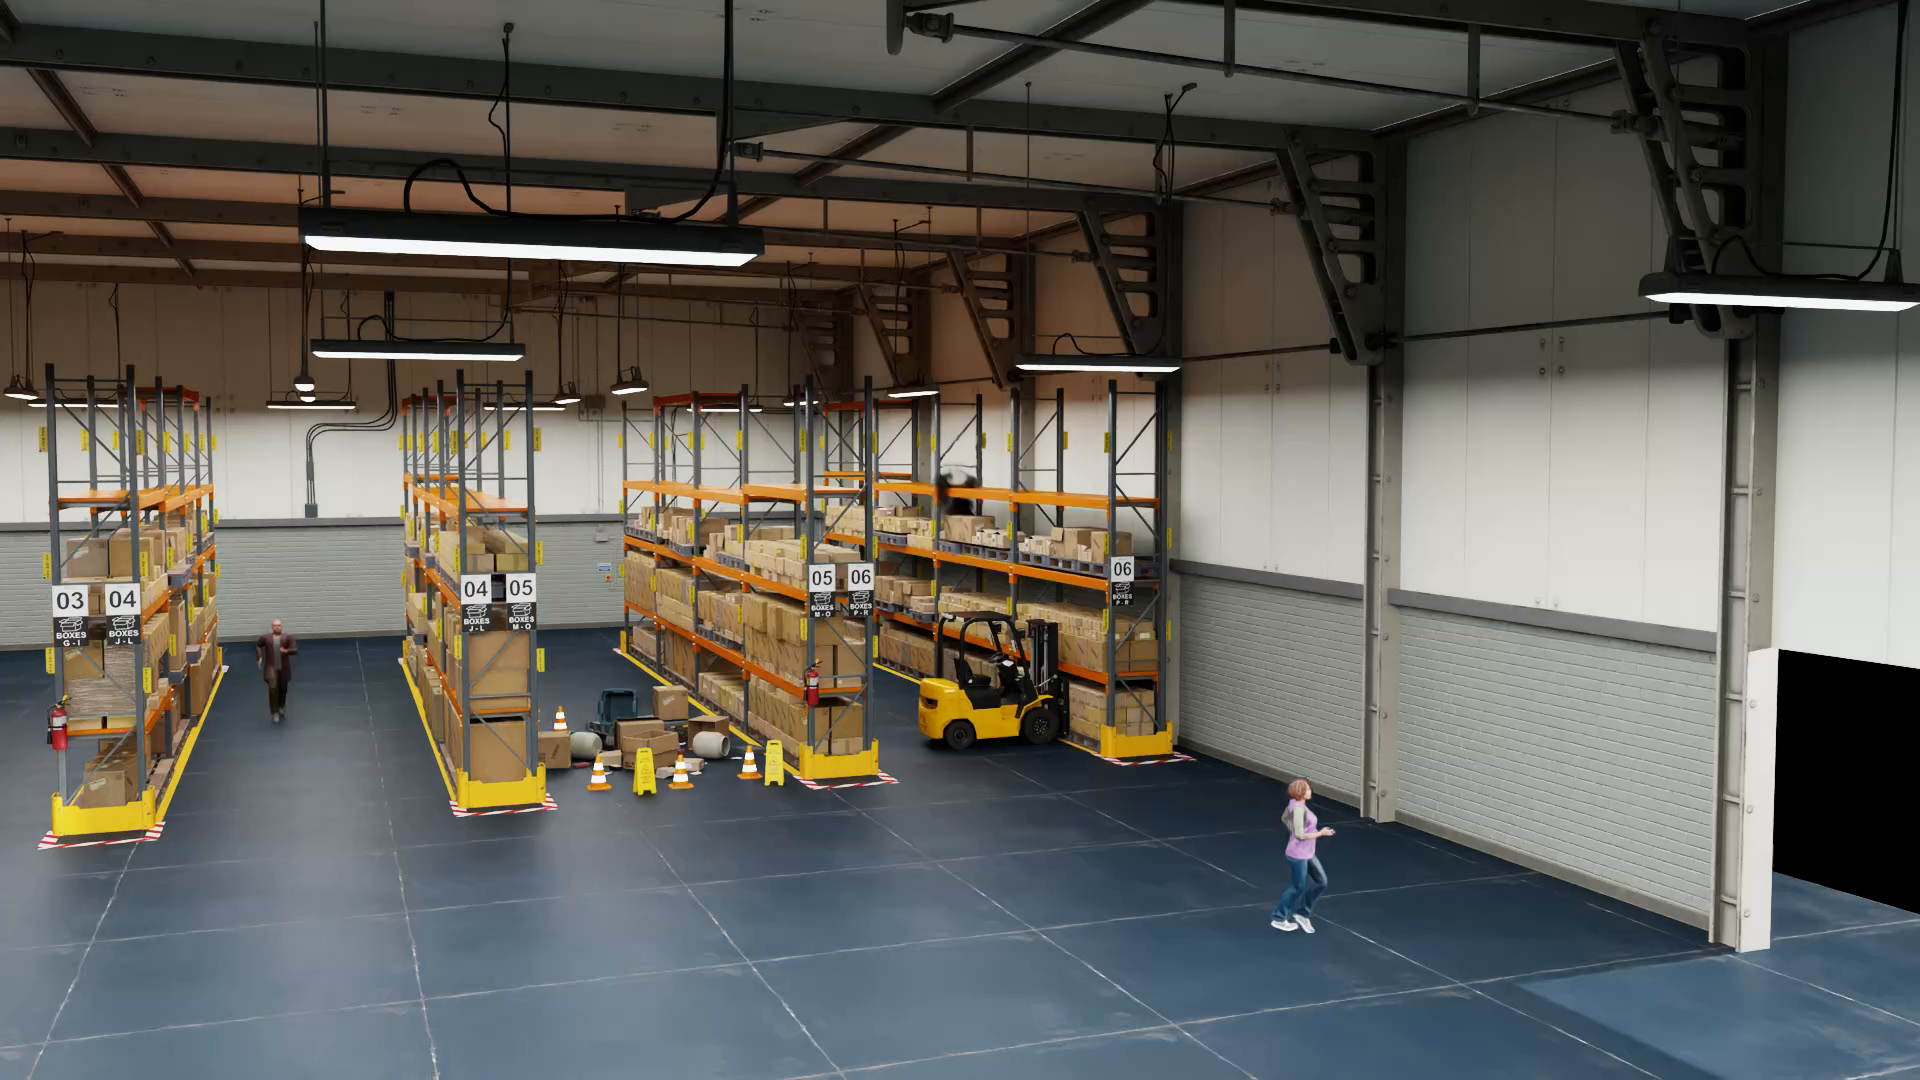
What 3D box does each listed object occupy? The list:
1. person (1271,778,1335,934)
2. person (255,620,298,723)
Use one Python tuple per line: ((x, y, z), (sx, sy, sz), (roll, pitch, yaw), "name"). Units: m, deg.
((3.484, 3.221, 16.874), (0.639, 1.601, 0.517), (1, 4, 20), "person")
((-12.315, 2.337, 30.009), (0.687, 1.807, 0.991), (-2, 4, -28), "person")
